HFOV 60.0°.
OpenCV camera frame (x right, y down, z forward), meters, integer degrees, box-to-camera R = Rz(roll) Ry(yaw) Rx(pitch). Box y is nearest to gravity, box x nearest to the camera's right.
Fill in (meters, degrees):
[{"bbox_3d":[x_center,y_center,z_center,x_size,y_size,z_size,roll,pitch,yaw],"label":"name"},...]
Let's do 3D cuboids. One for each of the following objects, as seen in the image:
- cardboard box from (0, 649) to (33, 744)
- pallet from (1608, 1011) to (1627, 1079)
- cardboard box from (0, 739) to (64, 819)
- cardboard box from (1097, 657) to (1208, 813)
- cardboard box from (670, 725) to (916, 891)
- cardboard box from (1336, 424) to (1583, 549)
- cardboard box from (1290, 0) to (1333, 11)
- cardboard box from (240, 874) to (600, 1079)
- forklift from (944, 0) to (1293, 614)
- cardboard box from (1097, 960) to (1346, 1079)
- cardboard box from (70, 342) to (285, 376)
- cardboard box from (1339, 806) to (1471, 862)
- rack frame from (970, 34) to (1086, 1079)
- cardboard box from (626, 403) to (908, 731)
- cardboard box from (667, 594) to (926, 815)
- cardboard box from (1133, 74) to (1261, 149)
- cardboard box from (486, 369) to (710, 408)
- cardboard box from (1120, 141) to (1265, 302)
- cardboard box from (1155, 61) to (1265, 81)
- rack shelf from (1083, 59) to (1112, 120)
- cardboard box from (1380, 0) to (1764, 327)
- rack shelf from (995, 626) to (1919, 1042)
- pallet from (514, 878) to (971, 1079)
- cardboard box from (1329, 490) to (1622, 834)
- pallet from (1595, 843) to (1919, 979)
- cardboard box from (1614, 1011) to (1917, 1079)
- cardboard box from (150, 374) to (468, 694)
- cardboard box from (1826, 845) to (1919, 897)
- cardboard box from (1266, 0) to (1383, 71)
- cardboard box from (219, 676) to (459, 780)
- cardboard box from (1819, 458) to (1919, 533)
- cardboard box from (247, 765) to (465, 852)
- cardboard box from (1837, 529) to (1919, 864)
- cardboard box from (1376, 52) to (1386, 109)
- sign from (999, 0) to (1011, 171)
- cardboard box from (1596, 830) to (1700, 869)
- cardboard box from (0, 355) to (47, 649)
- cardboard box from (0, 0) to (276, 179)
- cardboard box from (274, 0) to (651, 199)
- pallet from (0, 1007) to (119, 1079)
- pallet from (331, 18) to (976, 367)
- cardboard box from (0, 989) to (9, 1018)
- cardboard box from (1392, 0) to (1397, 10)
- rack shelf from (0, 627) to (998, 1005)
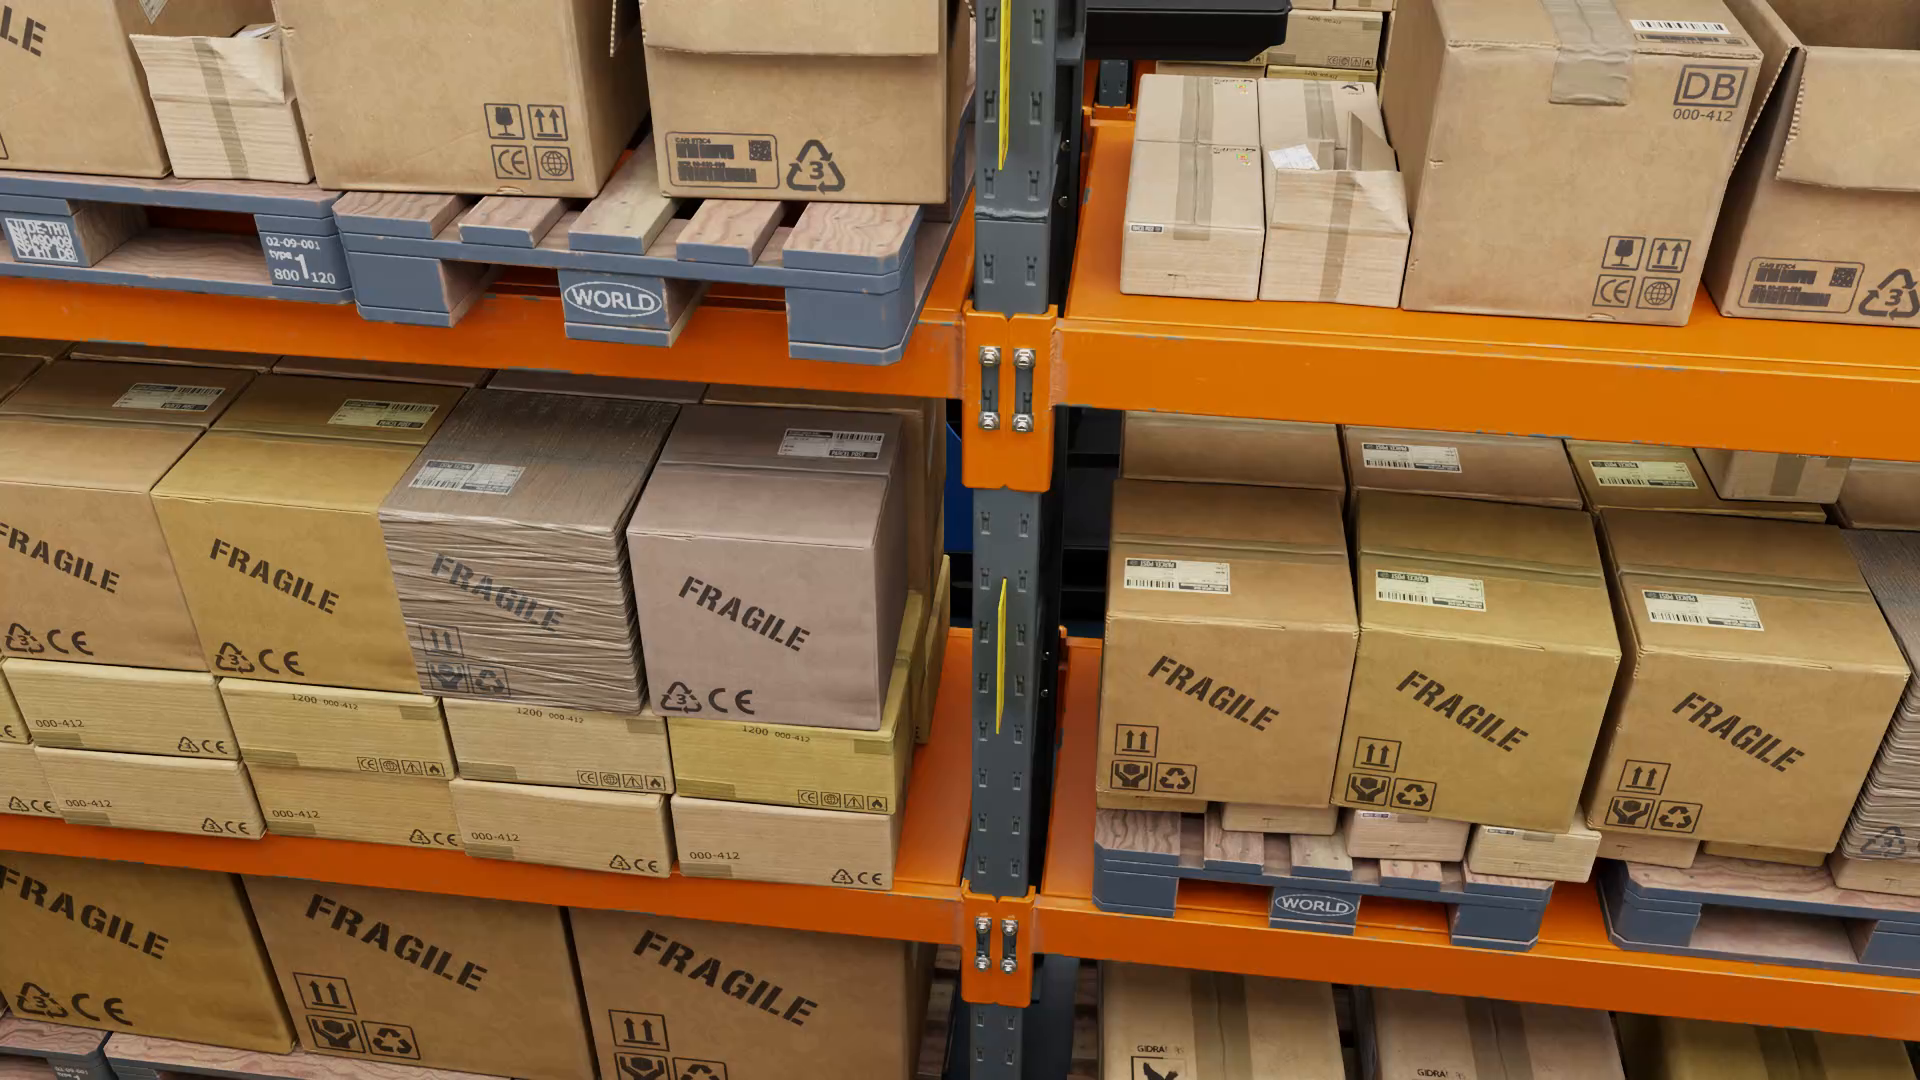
[{"bbox_3d":[-2.399,0.219,4.060,0.500,0.250,0.500,5,36,7],"label":"cardboard box"},{"bbox_3d":[2.132,1.673,4.725,1.213,0.211,1.003,4,36,6],"label":"pallet"},{"bbox_3d":[-2.395,0.422,4.206,0.500,0.250,0.500,4,36,6],"label":"cardboard box"},{"bbox_3d":[0.449,0.450,3.892,0.250,0.149,0.380,2,36,3],"label":"cardboard box"},{"bbox_3d":[-0.384,0.561,4.012,0.500,0.250,0.500,3,36,4],"label":"cardboard box"},{"bbox_3d":[1.151,-0.040,4.020,0.500,0.500,0.500,4,36,5],"label":"cardboard box"},{"bbox_3d":[1.580,-2.561,7.612,0.250,0.149,0.380,5,36,7],"label":"cardboard box"},{"bbox_3d":[-1.408,0.914,4.855,0.875,0.875,0.875,5,36,7],"label":"cardboard box"},{"bbox_3d":[0.622,-1.178,6.377,3.031,2.935,1.130,1,36,2],"label":"forklift"},{"bbox_3d":[0.709,1.334,4.700,0.625,0.372,0.950,2,36,3],"label":"cardboard box"},{"bbox_3d":[-1.812,-0.355,4.219,0.500,0.500,0.500,5,36,7],"label":"cardboard box"},{"bbox_3d":[0.991,0.537,3.770,0.250,0.149,0.380,2,36,3],"label":"cardboard box"},{"bbox_3d":[0.150,0.387,4.125,0.127,3.000,1.000,4,36,6],"label":"rack frame"},{"bbox_3d":[-0.396,0.052,3.648,0.500,0.500,0.500,3,36,5],"label":"cardboard box"},{"bbox_3d":[-0.363,0.355,3.869,0.500,0.250,0.500,4,36,6],"label":"cardboard box"},{"bbox_3d":[0.489,-0.829,3.464,0.250,0.149,0.380,4,36,6],"label":"cardboard box"},{"bbox_3d":[-0.801,-0.269,4.098,0.500,0.500,0.500,4,36,6],"label":"cardboard box"},{"bbox_3d":[0.441,-0.610,3.157,0.250,0.149,0.380,4,36,6],"label":"cardboard box"},{"bbox_3d":[1.188,-2.238,7.933,0.500,0.250,0.500,4,36,6],"label":"cardboard box"},{"bbox_3d":[-1.205,-2.328,8.549,4.000,0.370,1.077,4,36,6],"label":"rack shelf"},{"bbox_3d":[1.089,-0.798,3.118,0.500,0.500,0.700,4,36,6],"label":"cardboard box"},{"bbox_3d":[2.134,0.828,4.127,4.000,0.370,1.077,4,36,6],"label":"rack shelf"},{"bbox_3d":[-0.622,1.421,5.078,1.213,0.211,1.003,4,36,6],"label":"pallet"},{"bbox_3d":[1.085,0.256,3.606,0.500,0.500,0.500,6,36,8],"label":"cardboard box"},{"bbox_3d":[2.119,0.588,4.009,1.213,0.211,1.003,4,36,6],"label":"pallet"},{"bbox_3d":[2.194,1.443,4.547,0.625,0.372,0.950,5,36,8],"label":"cardboard box"},{"bbox_3d":[-1.398,-0.022,3.752,0.500,0.500,0.500,4,36,6],"label":"cardboard box"},{"bbox_3d":[2.046,0.597,3.686,0.250,0.149,0.380,5,36,7],"label":"cardboard box"},{"bbox_3d":[1.684,-2.404,7.735,0.500,0.250,0.500,5,36,7],"label":"cardboard box"},{"bbox_3d":[-1.382,0.293,3.955,0.500,0.250,0.500,3,36,5],"label":"cardboard box"},{"bbox_3d":[2.193,0.038,3.912,0.500,0.500,0.500,3,36,4],"label":"cardboard box"},{"bbox_3d":[-1.391,0.485,4.117,0.500,0.250,0.500,4,36,5],"label":"cardboard box"},{"bbox_3d":[2.107,0.333,3.498,0.500,0.500,0.500,3,36,4],"label":"cardboard box"},{"bbox_3d":[2.198,-2.164,7.829,0.500,0.250,0.500,3,36,4],"label":"cardboard box"},{"bbox_3d":[0.071,-0.757,2.633,0.005,0.325,0.100,4,36,6],"label":"sign"},{"bbox_3d":[1.510,0.542,3.763,0.250,0.149,0.380,6,36,9],"label":"cardboard box"},{"bbox_3d":[-2.412,-0.098,3.858,0.500,0.500,0.500,3,36,5],"label":"cardboard box"},{"bbox_3d":[-1.635,-1.009,3.051,0.500,0.500,0.500,5,36,6],"label":"cardboard box"},{"bbox_3d":[-0.856,-1.009,3.052,0.500,0.500,0.700,3,36,4],"label":"cardboard box"},{"bbox_3d":[-3.042,1.240,5.331,1.213,0.211,1.003,4,36,6],"label":"pallet"},{"bbox_3d":[-0.495,-0.774,3.333,1.003,0.211,1.213,6,36,8],"label":"pallet"},{"bbox_3d":[-3.192,0.785,5.035,0.875,0.875,0.875,5,36,7],"label":"cardboard box"},{"bbox_3d":[2.094,-2.548,7.593,0.250,0.149,0.380,5,36,6],"label":"cardboard box"},{"bbox_3d":[-1.833,0.532,4.542,4.000,0.370,1.077,4,36,6],"label":"rack shelf"}]
